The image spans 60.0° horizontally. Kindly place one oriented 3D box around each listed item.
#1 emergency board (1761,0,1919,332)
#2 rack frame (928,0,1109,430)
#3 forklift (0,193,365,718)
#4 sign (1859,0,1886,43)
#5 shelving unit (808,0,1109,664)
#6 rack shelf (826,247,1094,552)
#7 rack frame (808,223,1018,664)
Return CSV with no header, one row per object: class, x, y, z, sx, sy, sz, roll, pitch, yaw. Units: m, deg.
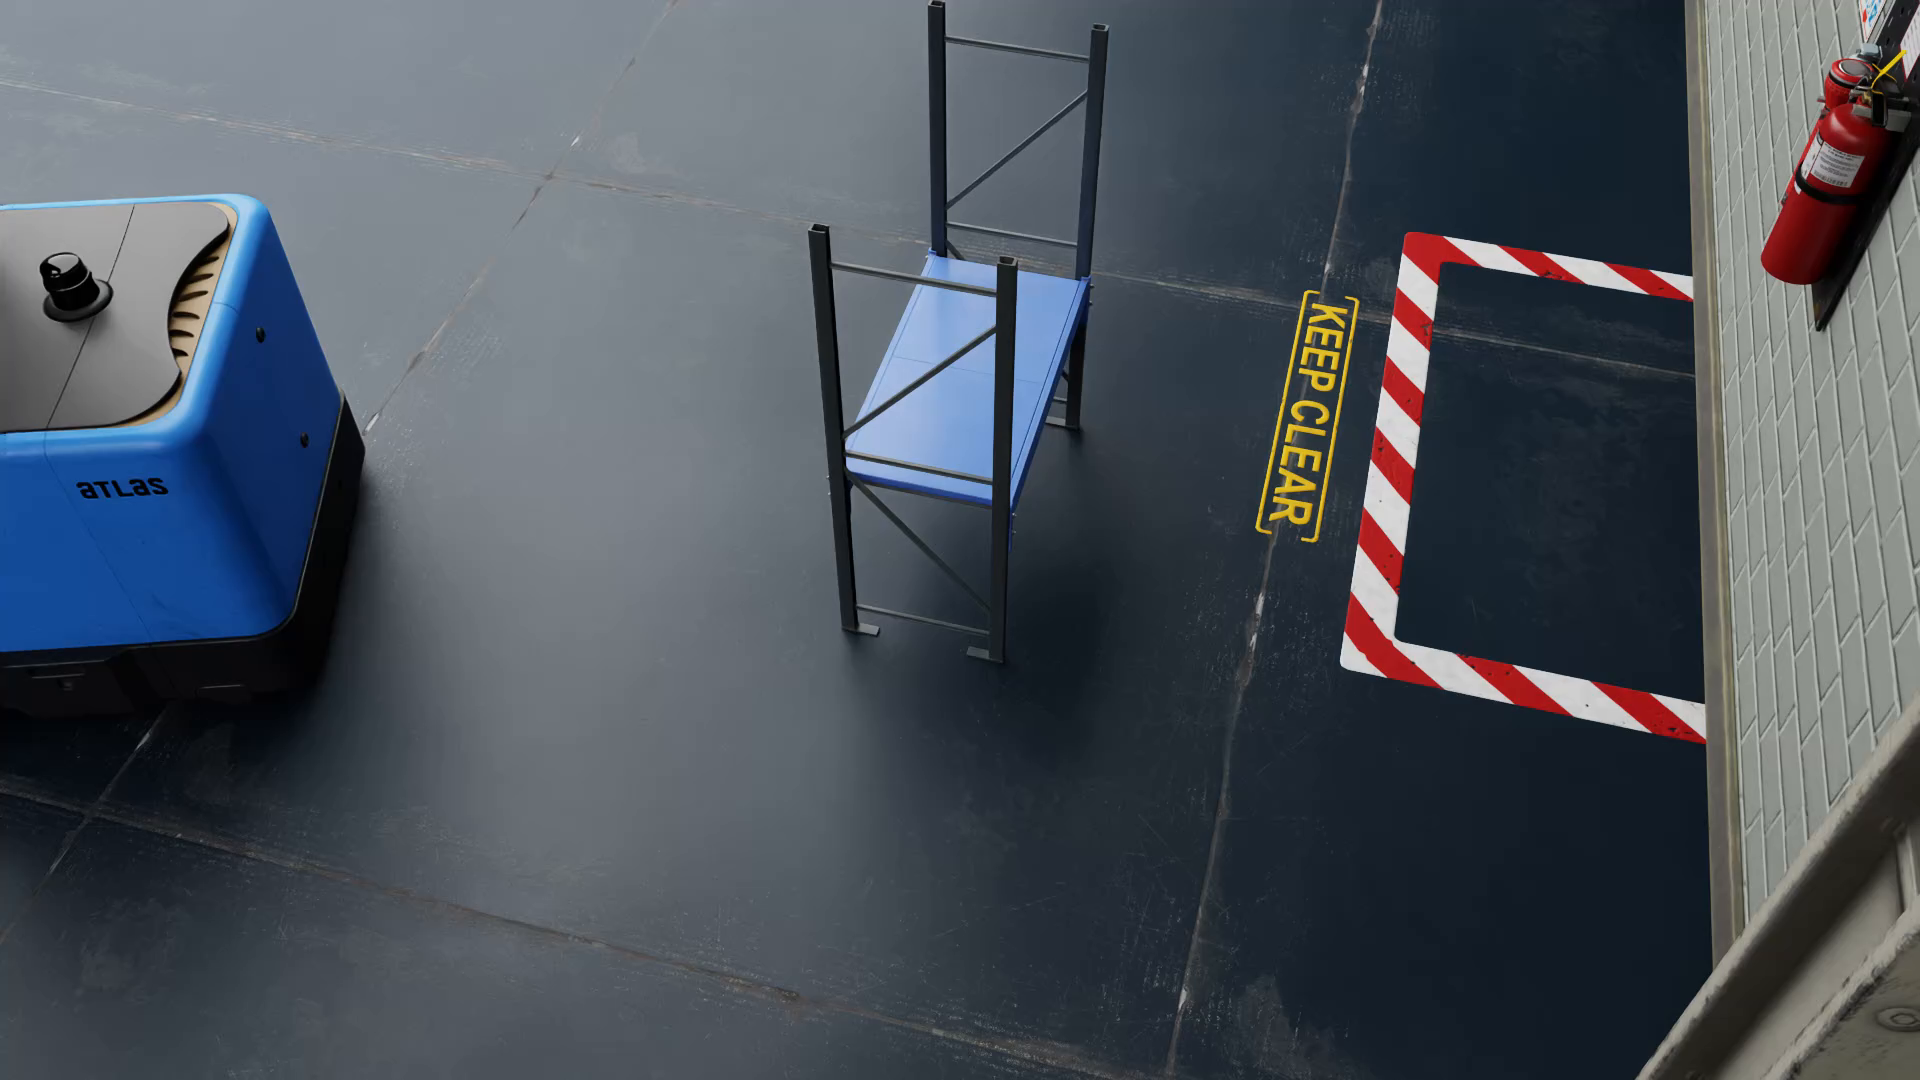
emergency board,2.329,-1.193,4.302,0.194,1.169,0.643,12,50,10
rack frame,0.156,-0.926,5.067,0.500,1.500,0.032,12,50,10
forklift,-3.405,-0.790,3.993,3.031,2.935,1.130,-4,49,-3
sign,2.574,-1.584,4.624,0.001,0.329,0.234,12,50,10
shelving unit,0.022,-0.558,4.742,0.538,1.500,1.048,12,50,10
rack shelf,0.022,-0.439,4.877,0.538,0.185,1.000,12,50,10
rack frame,-0.111,-0.190,4.418,0.500,1.500,0.032,12,50,10
